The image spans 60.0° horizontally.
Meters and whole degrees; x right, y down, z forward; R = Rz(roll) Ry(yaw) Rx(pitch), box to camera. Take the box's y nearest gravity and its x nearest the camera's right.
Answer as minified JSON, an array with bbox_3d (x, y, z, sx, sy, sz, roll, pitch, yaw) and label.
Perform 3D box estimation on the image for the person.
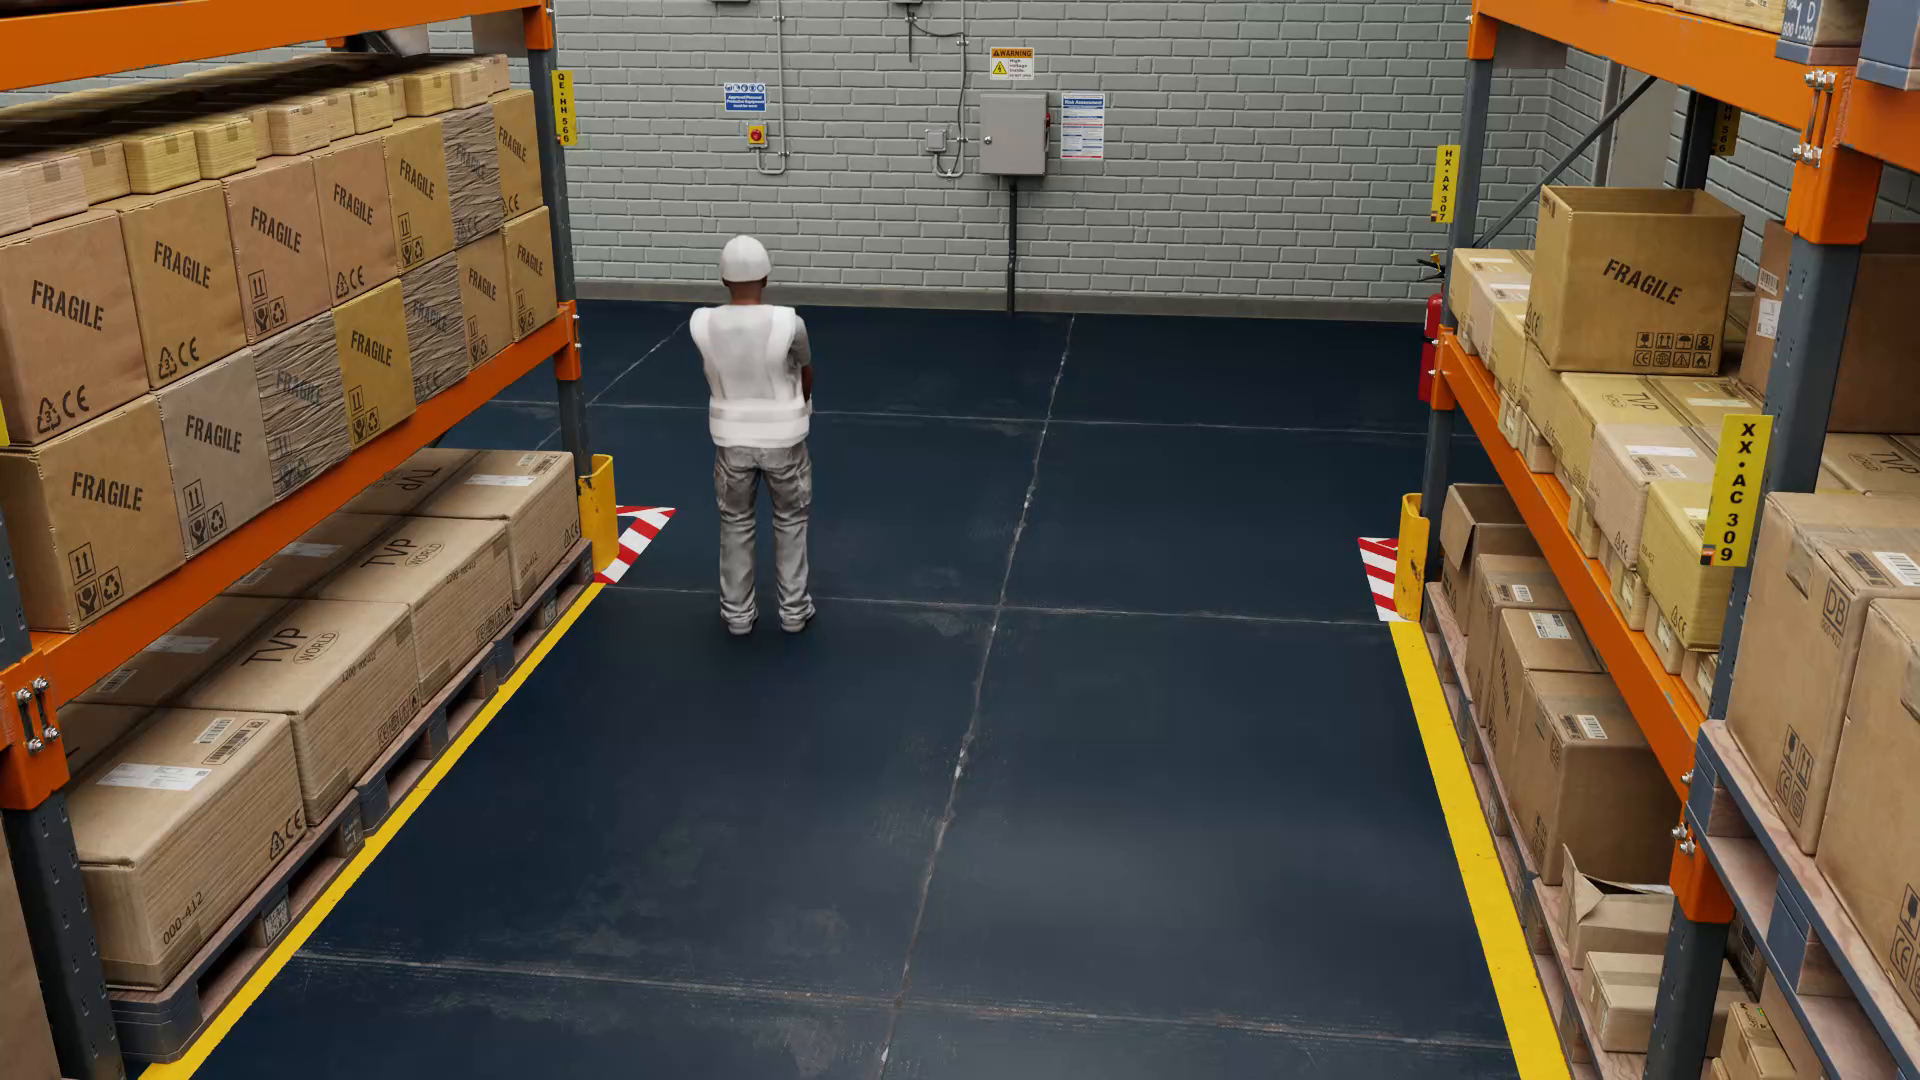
[{"bbox_3d":[-0.869,-0.472,7.290,0.488,1.779,0.580,2,21,5],"label":"person"}]
